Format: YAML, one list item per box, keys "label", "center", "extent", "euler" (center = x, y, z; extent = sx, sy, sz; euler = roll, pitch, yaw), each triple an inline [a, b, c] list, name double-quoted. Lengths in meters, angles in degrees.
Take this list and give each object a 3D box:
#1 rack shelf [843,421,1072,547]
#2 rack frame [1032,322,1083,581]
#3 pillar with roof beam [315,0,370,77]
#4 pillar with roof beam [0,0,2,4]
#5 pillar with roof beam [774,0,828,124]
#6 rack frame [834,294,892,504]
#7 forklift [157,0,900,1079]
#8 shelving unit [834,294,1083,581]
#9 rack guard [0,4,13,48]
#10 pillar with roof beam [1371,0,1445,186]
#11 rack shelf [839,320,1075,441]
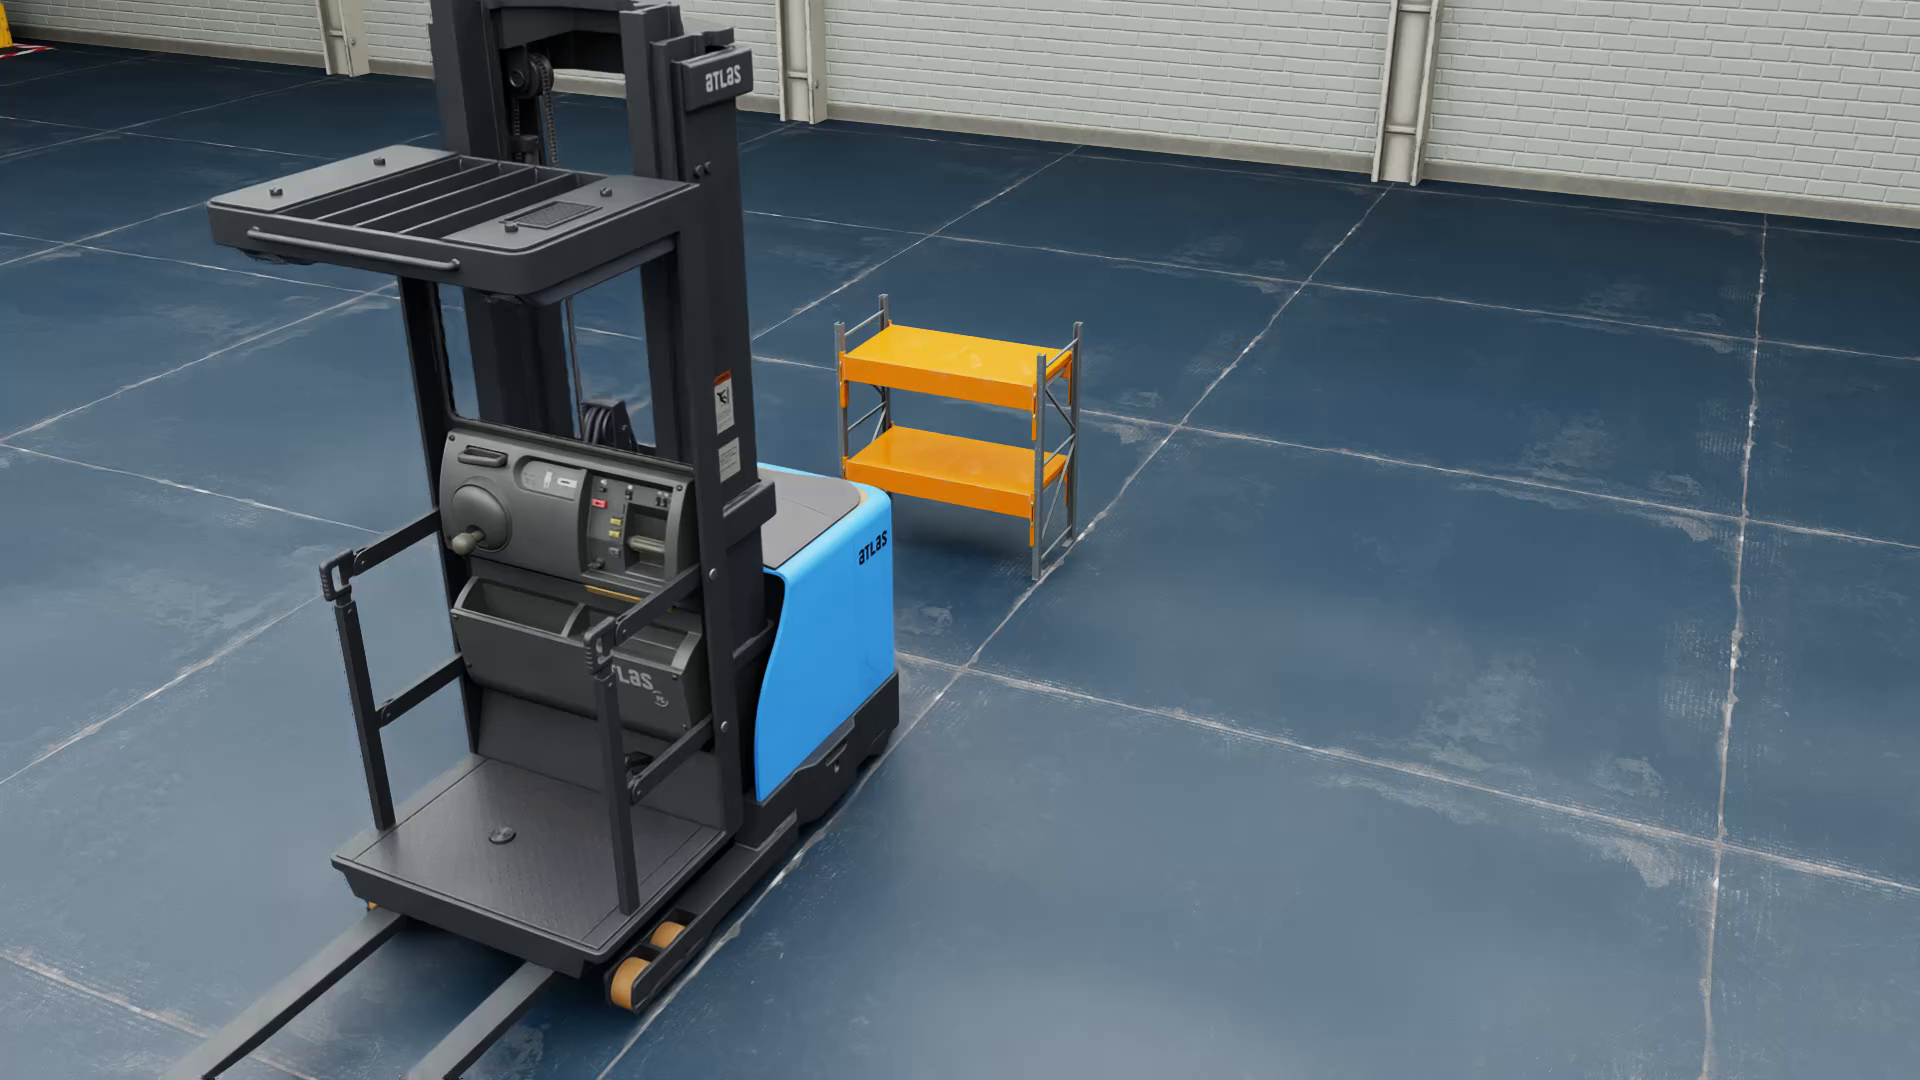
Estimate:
- label: "rack shelf"
  center: [-0.006, -0.287, 8.112]
  extent: [1.000, 0.278, 0.538]
  euler: [11, 28, 22]
- label: "rack frame"
  center: [0.457, -0.413, 7.815]
  extent: [0.032, 1.125, 0.500]
  euler: [11, 28, 22]
- label: "pillar with roof beam"
  center: [-8.833, -7.696, 13.694]
  extent: [0.400, 9.000, 9.100]
  euler: [11, 28, 22]
- label: "pillar with roof beam"
  center: [-14.295, -8.793, 15.922]
  extent: [0.400, 9.000, 9.100]
  euler: [11, 28, 22]
- label: "pillar with roof beam"
  center: [-3.371, -6.599, 11.466]
  extent: [0.400, 9.000, 9.100]
  euler: [11, 28, 22]
- label: "rack frame"
  center: [-0.469, -0.599, 8.193]
  extent: [0.032, 1.125, 0.500]
  euler: [11, 28, 22]
- label: "forklift"
  center: [-1.344, -0.054, 5.041]
  extent: [1.130, 2.935, 3.031]
  euler: [12, 29, 23]
- label: "shelving unit"
  center: [-0.006, -0.506, 8.004]
  extent: [1.048, 1.125, 0.538]
  euler: [11, 28, 22]
- label: "rack guard"
  center: [-12.230, -6.217, 20.312]
  extent: [0.348, 0.500, 1.175]
  euler: [11, 28, 22]
- label: "pillar with roof beam"
  center: [2.091, -5.502, 9.237]
  extent: [0.400, 9.000, 9.100]
  euler: [11, 28, 22]
- label: "rack shelf"
  center: [-0.006, -0.768, 7.875]
  extent: [1.000, 0.278, 0.538]
  euler: [11, 28, 22]
